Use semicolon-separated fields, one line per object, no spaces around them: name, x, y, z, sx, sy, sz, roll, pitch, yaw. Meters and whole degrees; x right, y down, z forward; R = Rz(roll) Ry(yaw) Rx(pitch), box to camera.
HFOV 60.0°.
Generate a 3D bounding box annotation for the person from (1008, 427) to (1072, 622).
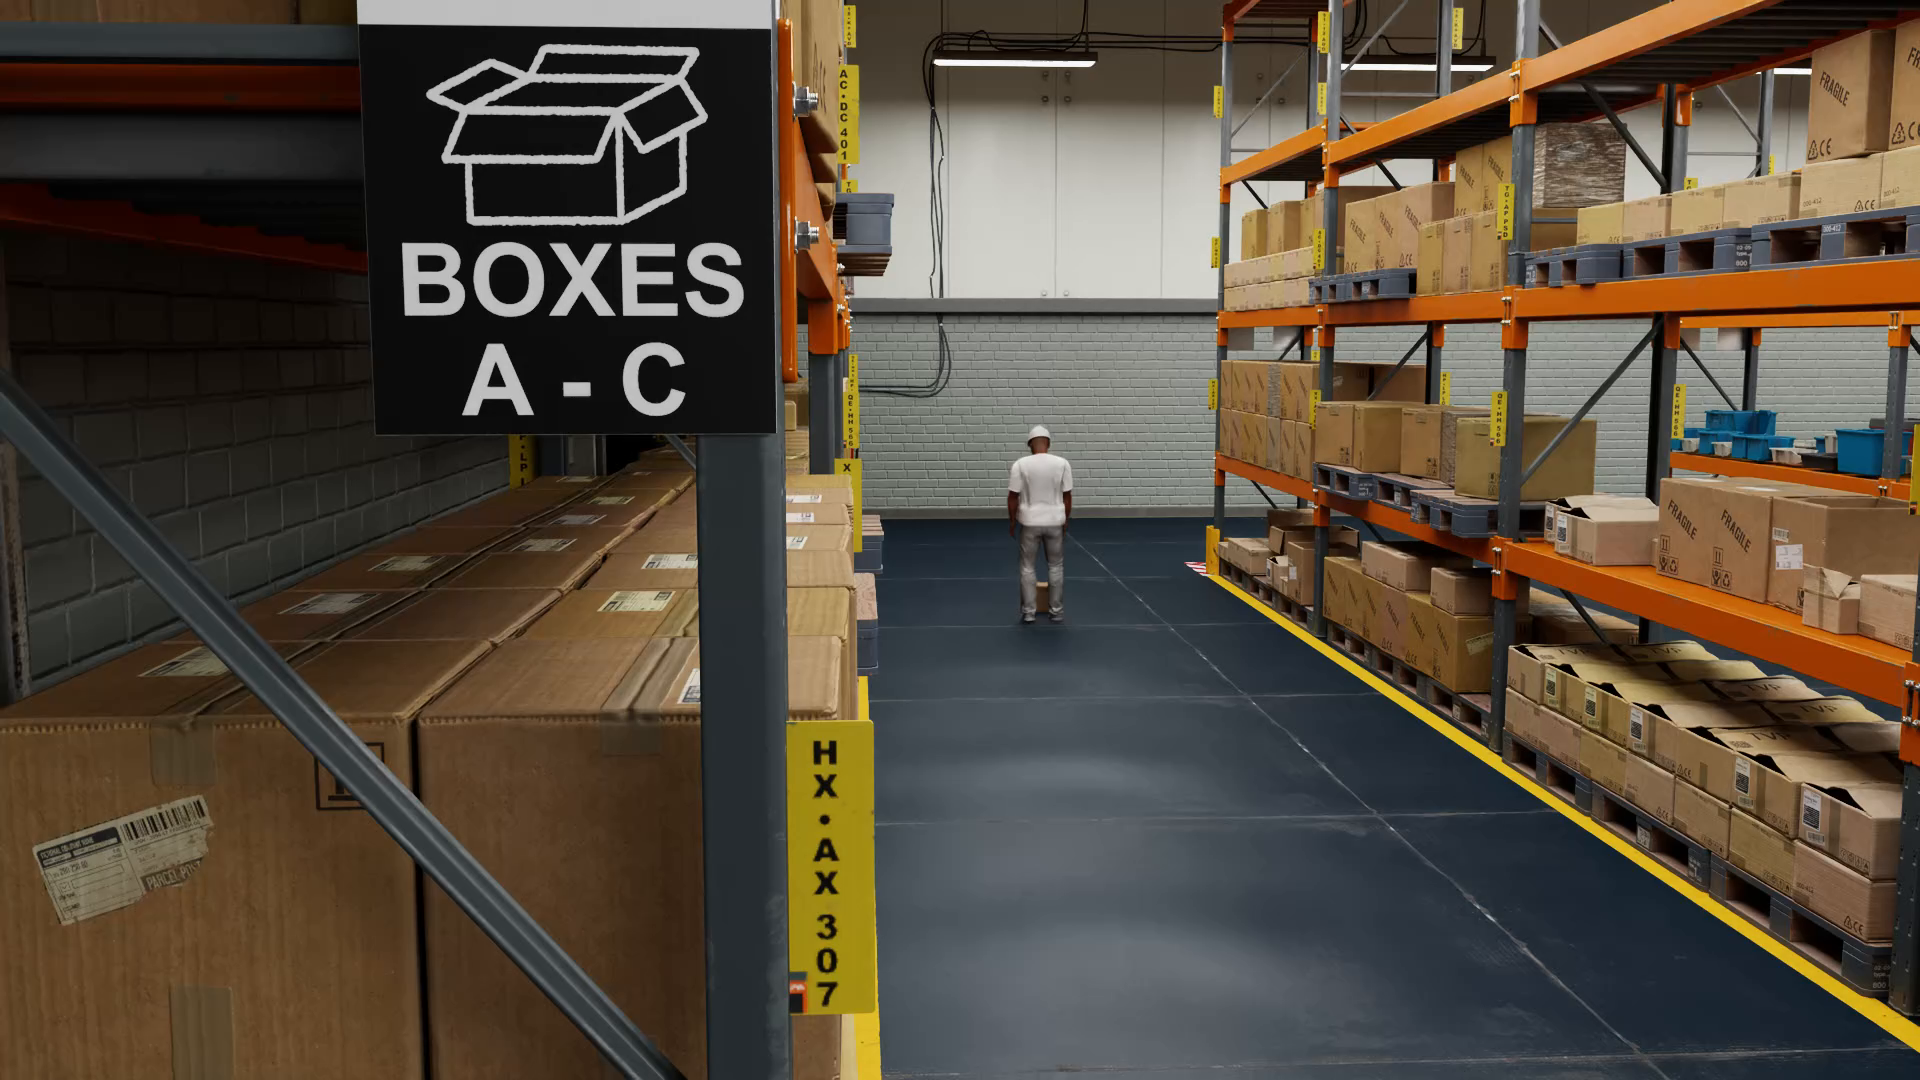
person;0.715;-0.143;14.952;0.578;1.746;0.396;0;7;-2
